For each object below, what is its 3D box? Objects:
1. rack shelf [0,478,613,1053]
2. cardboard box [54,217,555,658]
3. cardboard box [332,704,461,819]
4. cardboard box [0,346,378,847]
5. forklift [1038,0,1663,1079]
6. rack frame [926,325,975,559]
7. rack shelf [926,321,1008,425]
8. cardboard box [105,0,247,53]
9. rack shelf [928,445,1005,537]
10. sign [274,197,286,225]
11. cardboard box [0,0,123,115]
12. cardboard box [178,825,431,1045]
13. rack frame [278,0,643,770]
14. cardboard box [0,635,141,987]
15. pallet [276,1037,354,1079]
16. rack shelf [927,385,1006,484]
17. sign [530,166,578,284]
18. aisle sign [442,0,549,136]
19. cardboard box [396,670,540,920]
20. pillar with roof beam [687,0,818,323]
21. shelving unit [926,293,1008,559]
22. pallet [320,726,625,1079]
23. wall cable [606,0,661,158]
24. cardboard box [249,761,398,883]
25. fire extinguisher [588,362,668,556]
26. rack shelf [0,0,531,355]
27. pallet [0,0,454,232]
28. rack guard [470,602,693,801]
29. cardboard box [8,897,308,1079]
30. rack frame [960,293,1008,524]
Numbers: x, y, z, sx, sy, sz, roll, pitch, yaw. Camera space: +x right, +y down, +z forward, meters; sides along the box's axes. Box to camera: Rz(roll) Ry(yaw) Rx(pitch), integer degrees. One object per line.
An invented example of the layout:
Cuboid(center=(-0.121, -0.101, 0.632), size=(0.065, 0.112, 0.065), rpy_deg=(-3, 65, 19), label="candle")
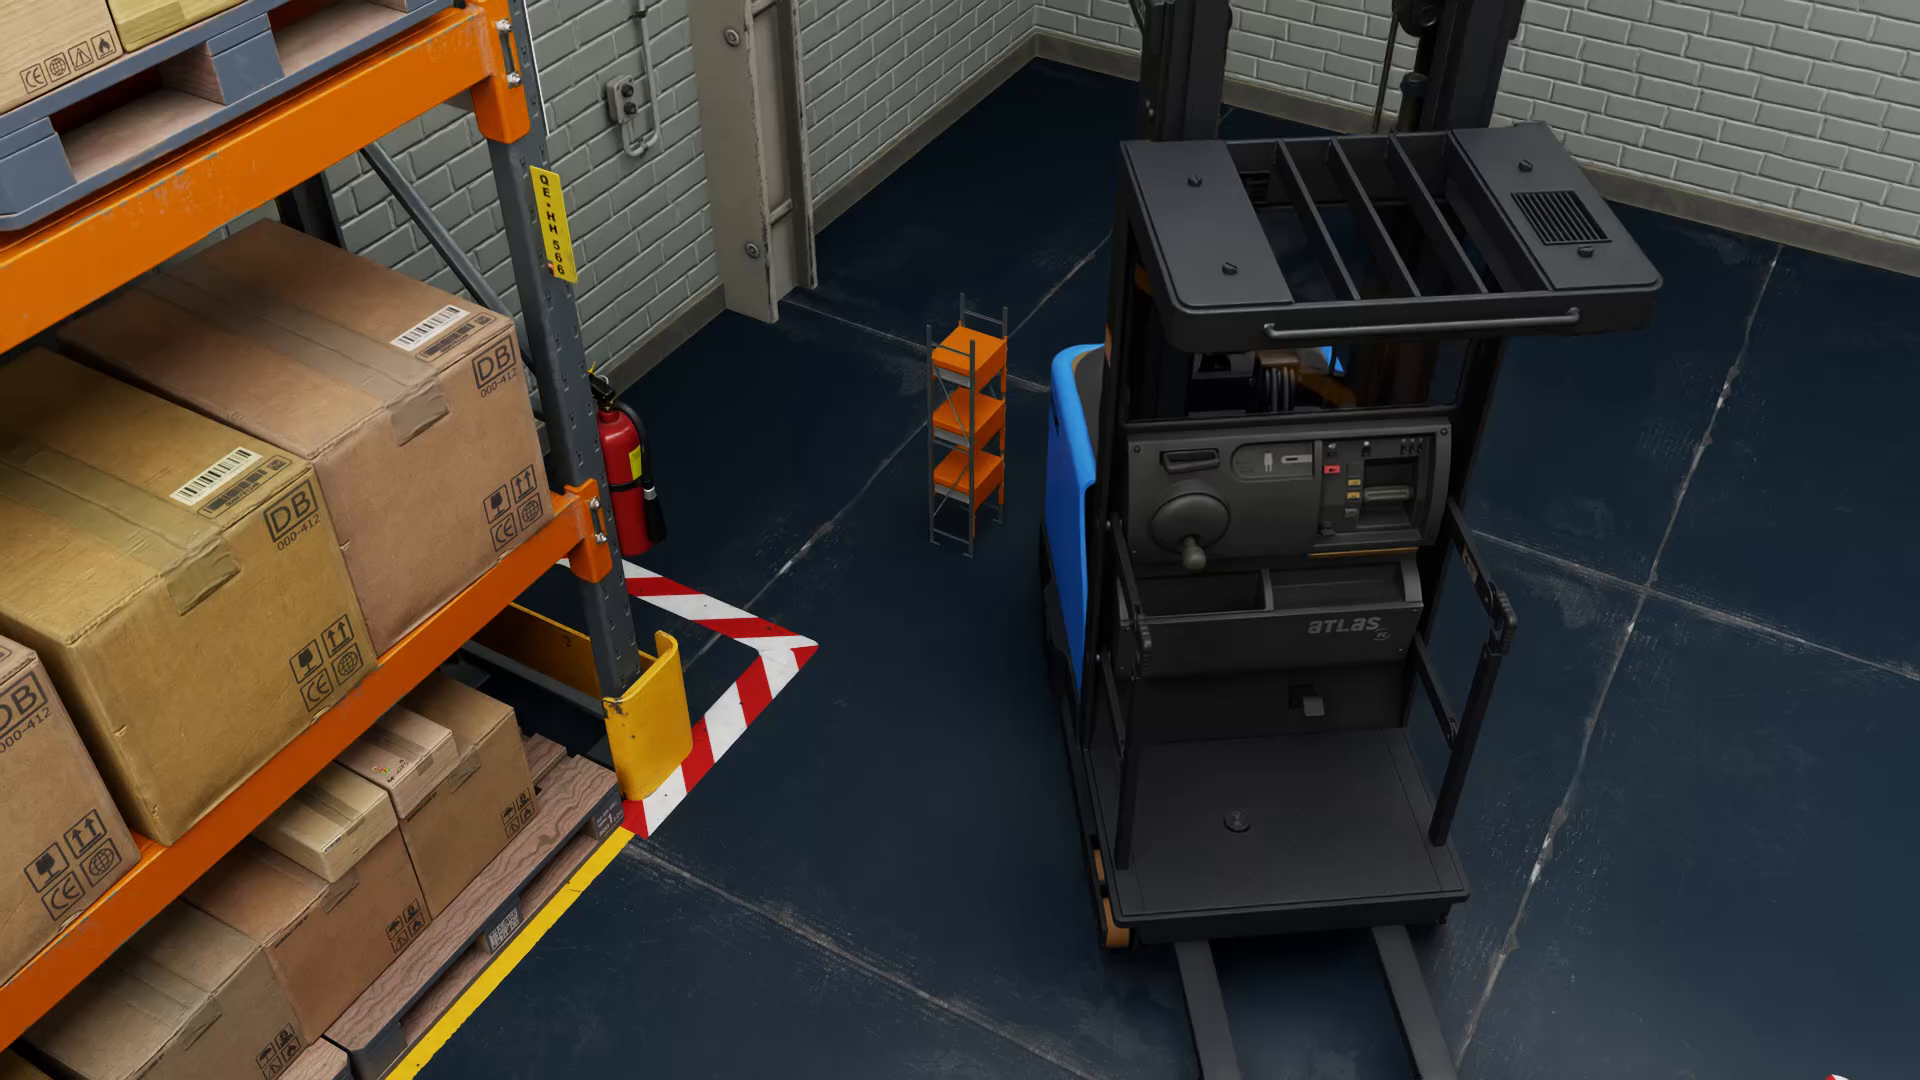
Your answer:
Cuboid(center=(-2.530, 0.926, 3.973), size=(1.077, 0.370, 4.000), rpy_deg=(21, 45, 22), label="rack shelf")
Cuboid(center=(-1.776, -0.305, 4.600), size=(0.980, 0.700, 0.700), rpy_deg=(23, 46, 24), label="cardboard box")
Cuboid(center=(-1.699, 0.616, 4.863), size=(0.380, 0.149, 0.250), rpy_deg=(20, 45, 22), label="cardboard box")
Cuboid(center=(-2.130, 0.114, 4.123), size=(0.980, 0.700, 0.700), rpy_deg=(21, 45, 22), label="cardboard box")
Cuboid(center=(0.959, -0.047, 4.585), size=(1.130, 2.935, 3.031), rpy_deg=(-3, 41, -4), label="forklift")
Cuboid(center=(-0.034, -0.355, 6.359), size=(0.200, 1.050, 0.008), rpy_deg=(21, 45, 22), label="rack frame")
Cuboid(center=(0.027, -0.630, 6.257), size=(0.215, 0.259, 0.240), rpy_deg=(21, 45, 22), label="rack shelf")
Cuboid(center=(-1.666, -1.246, 3.345), size=(0.500, 0.250, 0.500), rpy_deg=(22, 46, 23), label="cardboard box")
Cuboid(center=(0.027, -0.208, 6.628), size=(0.215, 0.259, 0.240), rpy_deg=(21, 45, 22), label="rack shelf")
Cuboid(center=(-2.007, -1.030, 4.935), size=(0.100, 0.325, 0.005), rpy_deg=(21, 45, 22), label="sign")
Cuboid(center=(-1.925, -0.948, 3.007), size=(0.500, 0.250, 0.500), rpy_deg=(19, 45, 21), label="cardboard box")
Cuboid(center=(-2.043, 1.012, 4.904), size=(0.700, 0.500, 0.500), rpy_deg=(21, 45, 22), label="cardboard box")
Cuboid(center=(-1.529, -0.488, 5.035), size=(1.000, 3.000, 0.127), rpy_deg=(21, 45, 22), label="rack frame")
Cuboid(center=(-2.520, 0.548, 3.631), size=(0.980, 0.700, 0.700), rpy_deg=(19, 45, 20), label="cardboard box")
Cuboid(center=(-2.473, 1.737, 4.618), size=(1.003, 0.211, 1.213), rpy_deg=(21, 45, 22), label="pallet")
Cuboid(center=(0.027, -0.417, 6.445), size=(0.215, 0.259, 0.240), rpy_deg=(21, 45, 22), label="rack shelf")
Cuboid(center=(-1.066, -0.824, 4.361), size=(0.100, 0.325, 0.005), rpy_deg=(21, 45, 22), label="sign")
Cuboid(center=(-1.233, -1.406, 4.109), size=(0.394, 0.787, 0.004), rpy_deg=(21, 45, 22), label="aisle sign")
Cuboid(center=(-1.793, 0.726, 5.229), size=(0.700, 0.500, 0.500), rpy_deg=(21, 45, 22), label="cardboard box")
Cuboid(center=(2.800, -3.147, 3.514), size=(9.100, 9.000, 0.400), rpy_deg=(21, 45, 22), label="pillar with roof beam")
Cuboid(center=(0.027, -0.425, 6.438), size=(0.215, 1.050, 0.252), rpy_deg=(21, 45, 22), label="shelving unit")
Cuboid(center=(-1.861, 1.042, 5.407), size=(1.003, 0.211, 1.213), rpy_deg=(21, 45, 22), label="pallet")
Cuboid(center=(-1.707, -1.915, 5.886), size=(0.084, 1.984, 1.851), rpy_deg=(21, 45, 22), label="wall cable")
Cuboid(center=(-1.827, 0.763, 4.697), size=(0.380, 0.149, 0.250), rpy_deg=(22, 46, 23), label="cardboard box")
Cuboid(center=(-1.054, -0.253, 5.108), size=(0.296, 0.674, 0.183), rpy_deg=(21, 45, 22), label="fire extinguisher")
Cuboid(center=(-2.530, -0.199, 2.981), size=(1.077, 0.370, 4.000), rpy_deg=(21, 45, 22), label="rack shelf")
Cuboid(center=(-1.891, -1.153, 3.587), size=(1.003, 0.211, 1.213), rpy_deg=(21, 45, 22), label="pallet")
Cuboid(center=(-1.517, 0.436, 5.876), size=(1.175, 0.500, 0.348), rpy_deg=(21, 45, 22), label="rack guard")
Cuboid(center=(-2.294, 1.300, 4.577), size=(0.700, 0.500, 0.500), rpy_deg=(19, 45, 21), label="cardboard box")
Cuboid(center=(0.088, -0.494, 6.517), size=(0.200, 1.050, 0.008), rpy_deg=(21, 45, 22), label="rack frame")
